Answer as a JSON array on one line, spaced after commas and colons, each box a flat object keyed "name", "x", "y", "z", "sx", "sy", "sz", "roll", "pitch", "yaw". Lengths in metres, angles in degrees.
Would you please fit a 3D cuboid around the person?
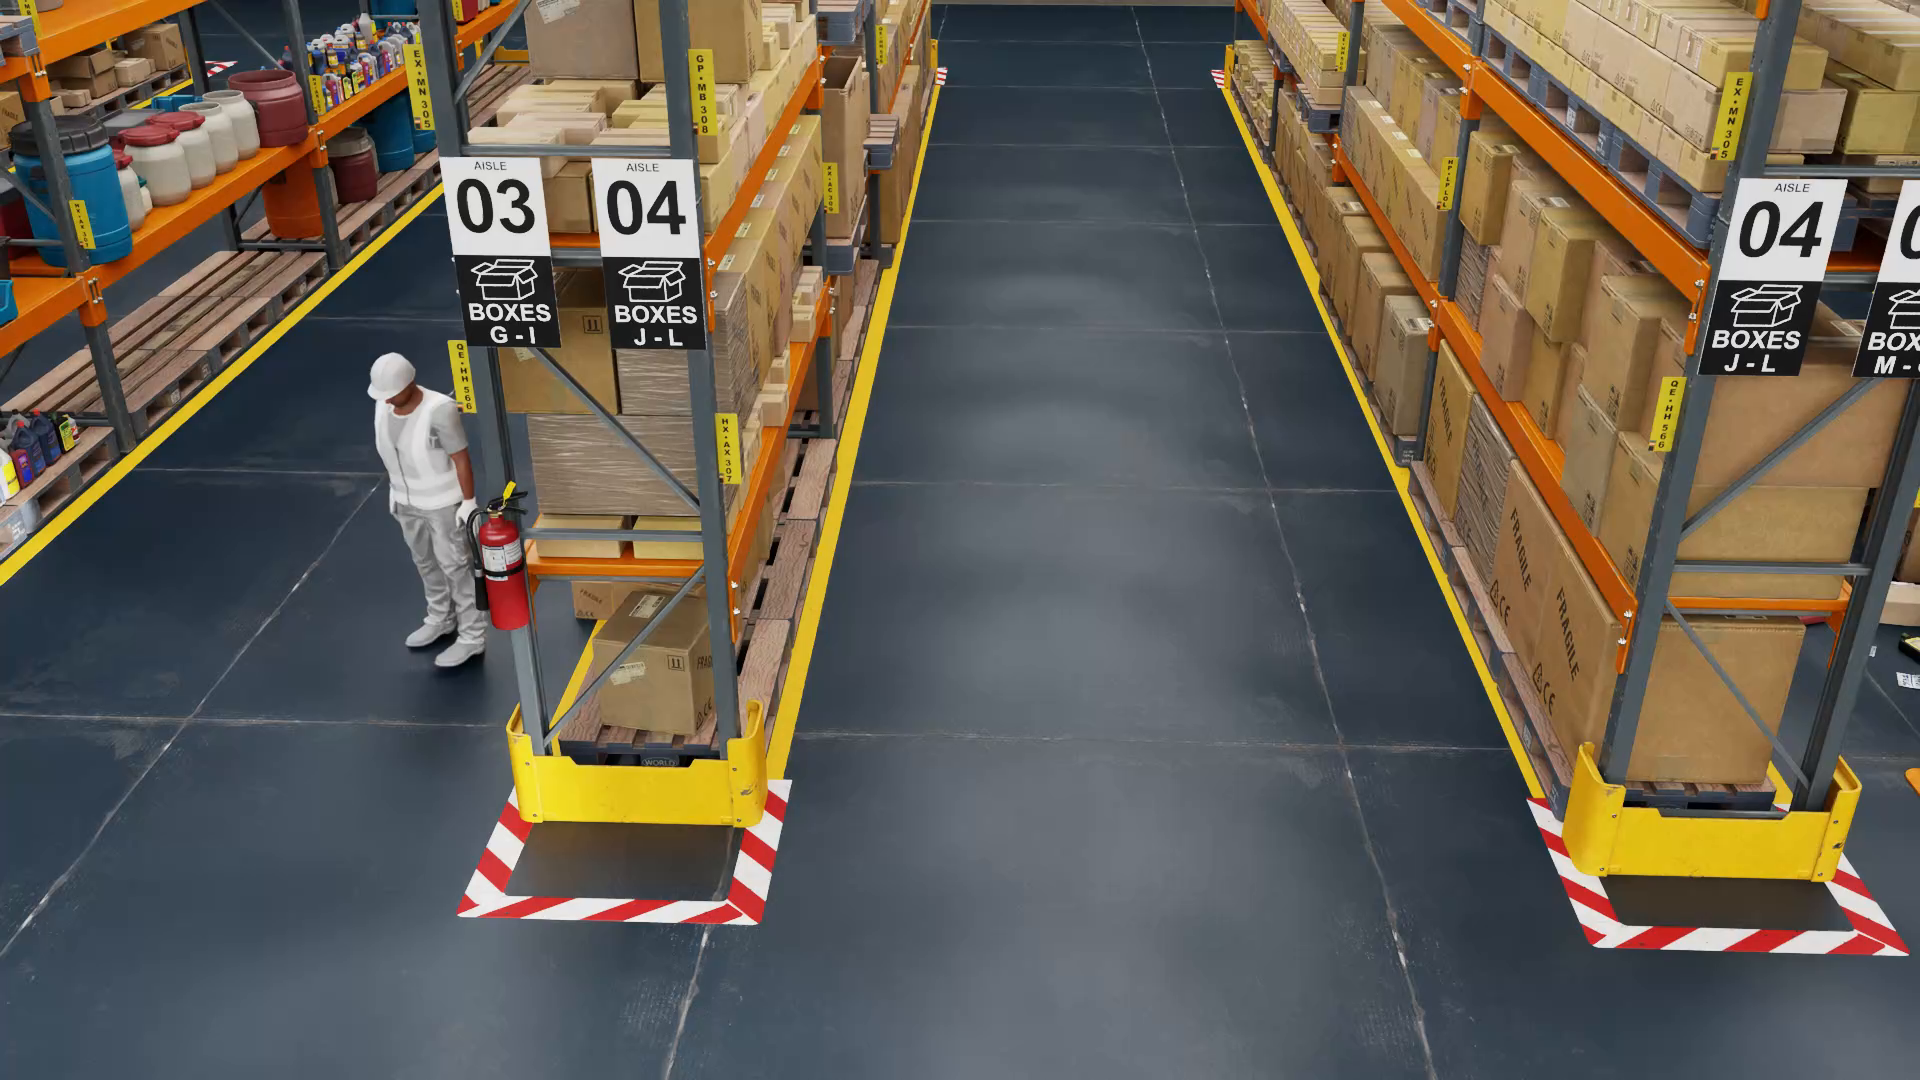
[{"name": "person", "x": -2.872, "y": -0.191, "z": 8.926, "sx": 0.605, "sy": 1.771, "sz": 0.446, "roll": 14, "pitch": 31, "yaw": 24}]
